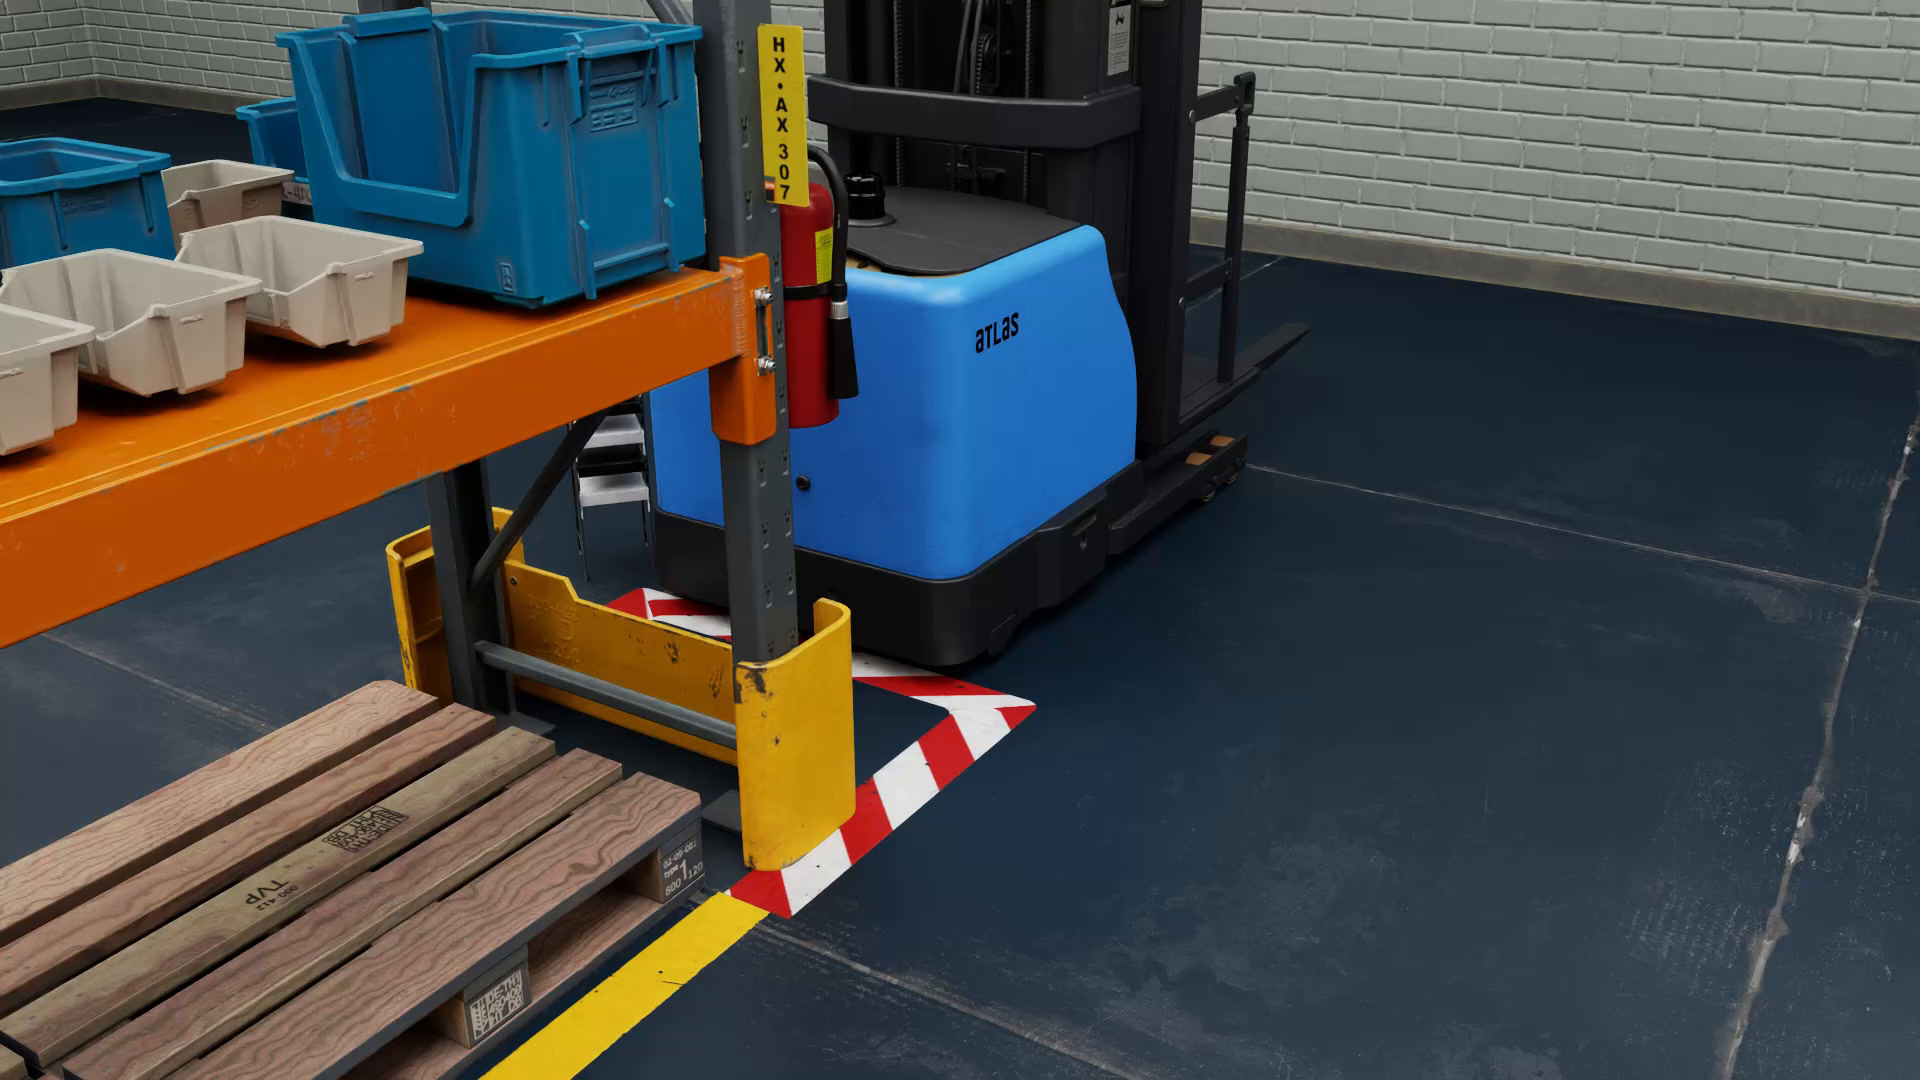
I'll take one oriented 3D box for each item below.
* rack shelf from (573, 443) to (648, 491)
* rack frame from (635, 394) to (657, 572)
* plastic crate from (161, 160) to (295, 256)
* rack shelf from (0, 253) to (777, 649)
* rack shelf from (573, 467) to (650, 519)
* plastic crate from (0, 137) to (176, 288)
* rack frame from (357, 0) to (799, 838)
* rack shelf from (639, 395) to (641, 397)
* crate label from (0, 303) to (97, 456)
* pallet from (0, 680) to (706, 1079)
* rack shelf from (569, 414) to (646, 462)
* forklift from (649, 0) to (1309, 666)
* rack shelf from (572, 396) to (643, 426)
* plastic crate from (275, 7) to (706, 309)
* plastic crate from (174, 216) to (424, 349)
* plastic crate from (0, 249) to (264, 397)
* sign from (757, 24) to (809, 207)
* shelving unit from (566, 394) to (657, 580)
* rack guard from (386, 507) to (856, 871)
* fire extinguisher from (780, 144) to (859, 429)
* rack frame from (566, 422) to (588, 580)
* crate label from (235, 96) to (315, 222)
[{"bbox_3d":[-1.053,-0.237,4.975,0.200,0.077,0.258,-7,24,-16],"label":"rack shelf"},{"bbox_3d":[-0.956,-0.362,4.953,0.006,0.900,0.240,-7,24,-16],"label":"rack frame"},{"bbox_3d":[-1.452,-0.621,3.165,0.250,0.136,0.298,14,27,29],"label":"plastic crate"},{"bbox_3d":[-1.858,0.186,1.951,1.077,0.370,4.000,14,27,29],"label":"rack shelf"},{"bbox_3d":[-1.053,-0.154,5.011,0.200,0.077,0.258,-7,24,-16],"label":"rack shelf"},{"bbox_3d":[-1.560,-0.534,2.843,0.416,0.233,0.300,14,27,29],"label":"plastic crate"},{"bbox_3d":[-0.803,-0.820,3.368,1.000,3.000,0.127,14,27,29],"label":"rack frame"},{"bbox_3d":[-1.053,-0.485,4.868,0.200,0.077,0.258,-7,24,-16],"label":"rack shelf"},{"bbox_3d":[-1.370,-0.219,2.237,0.396,0.136,0.243,14,27,29],"label":"crate label"},{"bbox_3d":[-1.271,0.730,3.297,1.003,0.211,1.213,14,27,29],"label":"pallet"},{"bbox_3d":[-1.053,-0.319,4.939,0.200,0.077,0.258,-7,24,-16],"label":"rack shelf"},{"bbox_3d":[0.328,-1.558,5.159,1.130,2.935,3.031,14,27,29],"label":"forklift"},{"bbox_3d":[-1.053,-0.402,4.903,0.200,0.077,0.258,-7,24,-16],"label":"rack shelf"},{"bbox_3d":[-0.821,-0.711,2.997,0.616,0.435,0.499,14,27,29],"label":"plastic crate"},{"bbox_3d":[-1.079,-0.413,2.685,0.396,0.136,0.243,14,27,29],"label":"plastic crate"},{"bbox_3d":[-1.244,-0.318,2.466,0.396,0.136,0.243,14,27,29],"label":"plastic crate"},{"bbox_3d":[-0.327,-0.785,3.082,0.100,0.325,0.005,14,27,29],"label":"sign"},{"bbox_3d":[-1.053,-0.350,4.926,0.210,0.900,0.258,-7,24,-16],"label":"shelving unit"},{"bbox_3d":[-0.801,0.317,3.889,1.175,0.500,0.348,14,27,29],"label":"rack guard"},{"bbox_3d":[-0.337,-0.569,3.355,0.296,0.674,0.183,14,27,29],"label":"fire extinguisher"},{"bbox_3d":[-1.150,-0.338,4.898,0.006,0.900,0.240,-7,24,-16],"label":"rack frame"},{"bbox_3d":[-1.213,-0.756,3.356,0.416,0.233,0.303,14,27,29],"label":"crate label"}]
